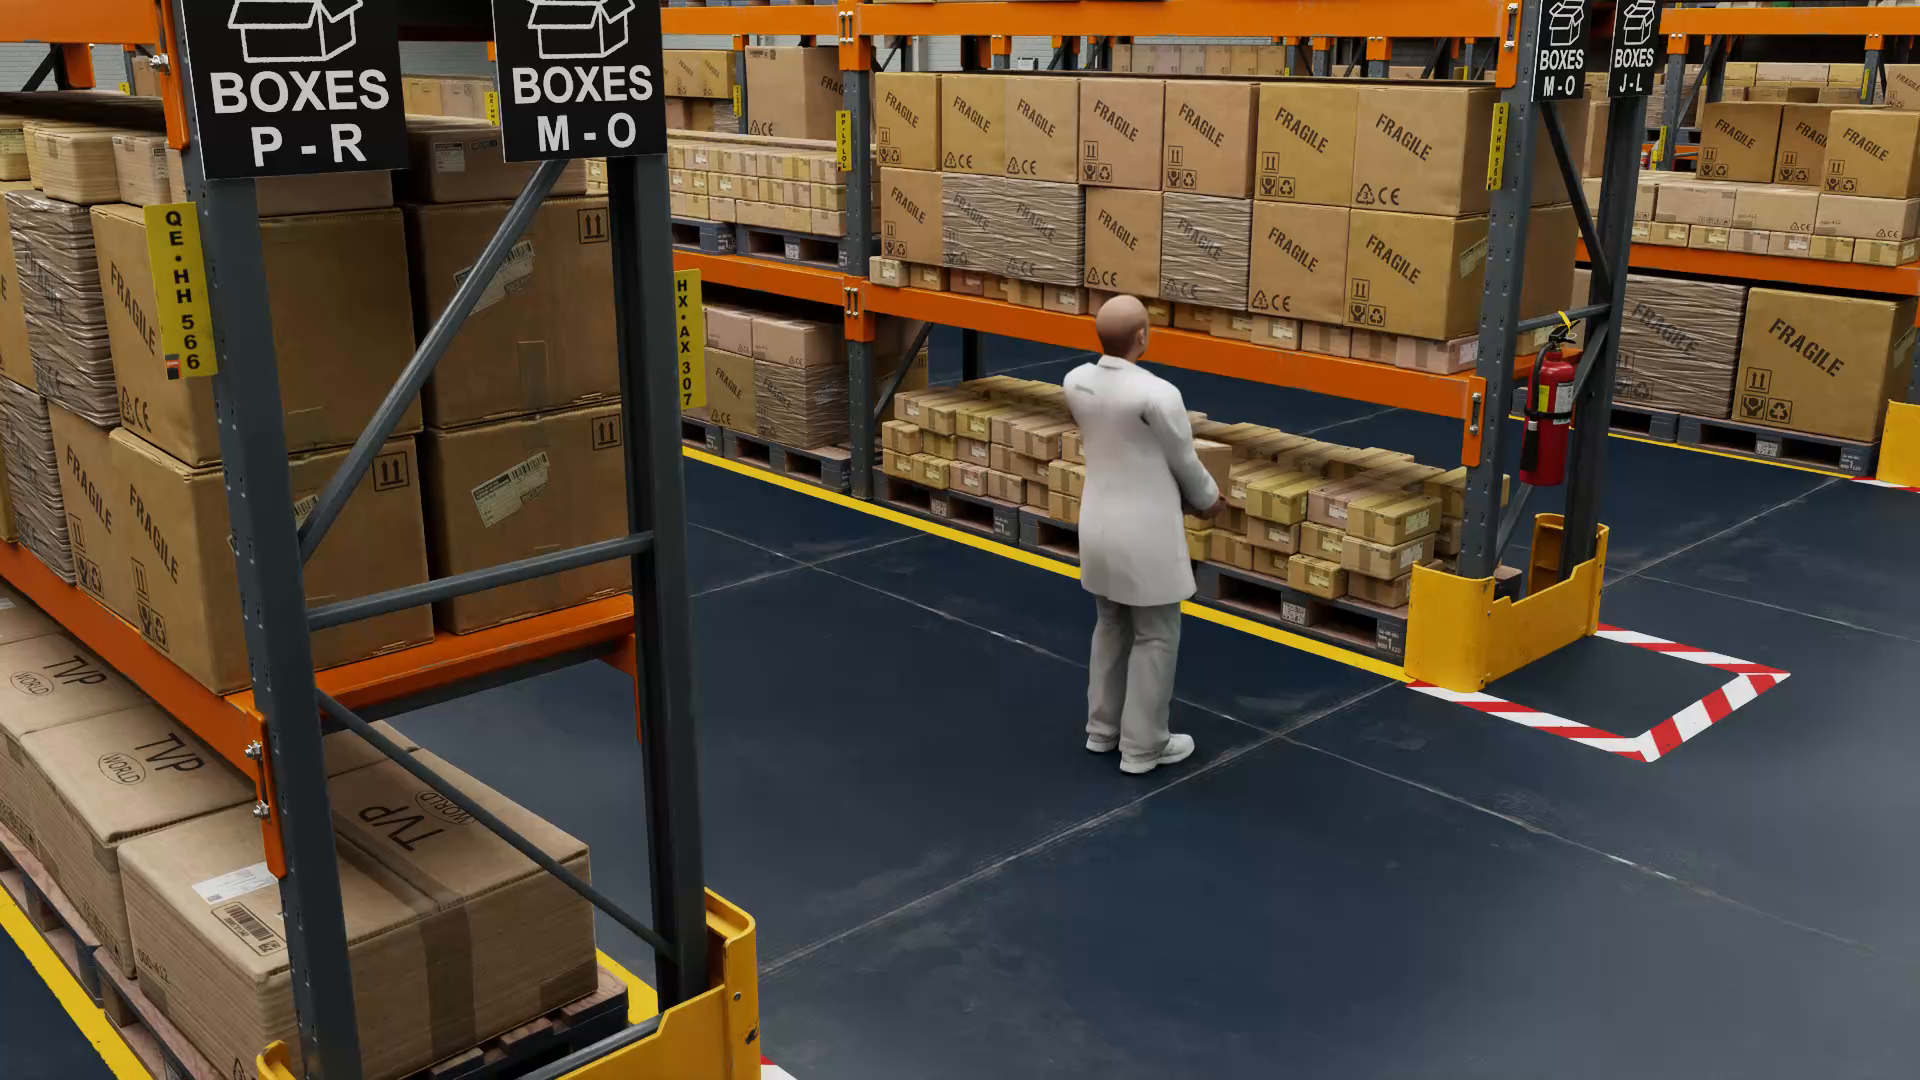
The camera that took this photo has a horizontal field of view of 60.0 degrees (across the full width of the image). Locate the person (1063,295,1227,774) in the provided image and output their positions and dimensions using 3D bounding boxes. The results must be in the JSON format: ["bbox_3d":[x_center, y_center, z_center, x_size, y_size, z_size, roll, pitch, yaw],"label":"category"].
[{"bbox_3d":[0.610,-2.532,14.336,11.876,1.775,13.168,-15,23,-40],"label":"person"}]
